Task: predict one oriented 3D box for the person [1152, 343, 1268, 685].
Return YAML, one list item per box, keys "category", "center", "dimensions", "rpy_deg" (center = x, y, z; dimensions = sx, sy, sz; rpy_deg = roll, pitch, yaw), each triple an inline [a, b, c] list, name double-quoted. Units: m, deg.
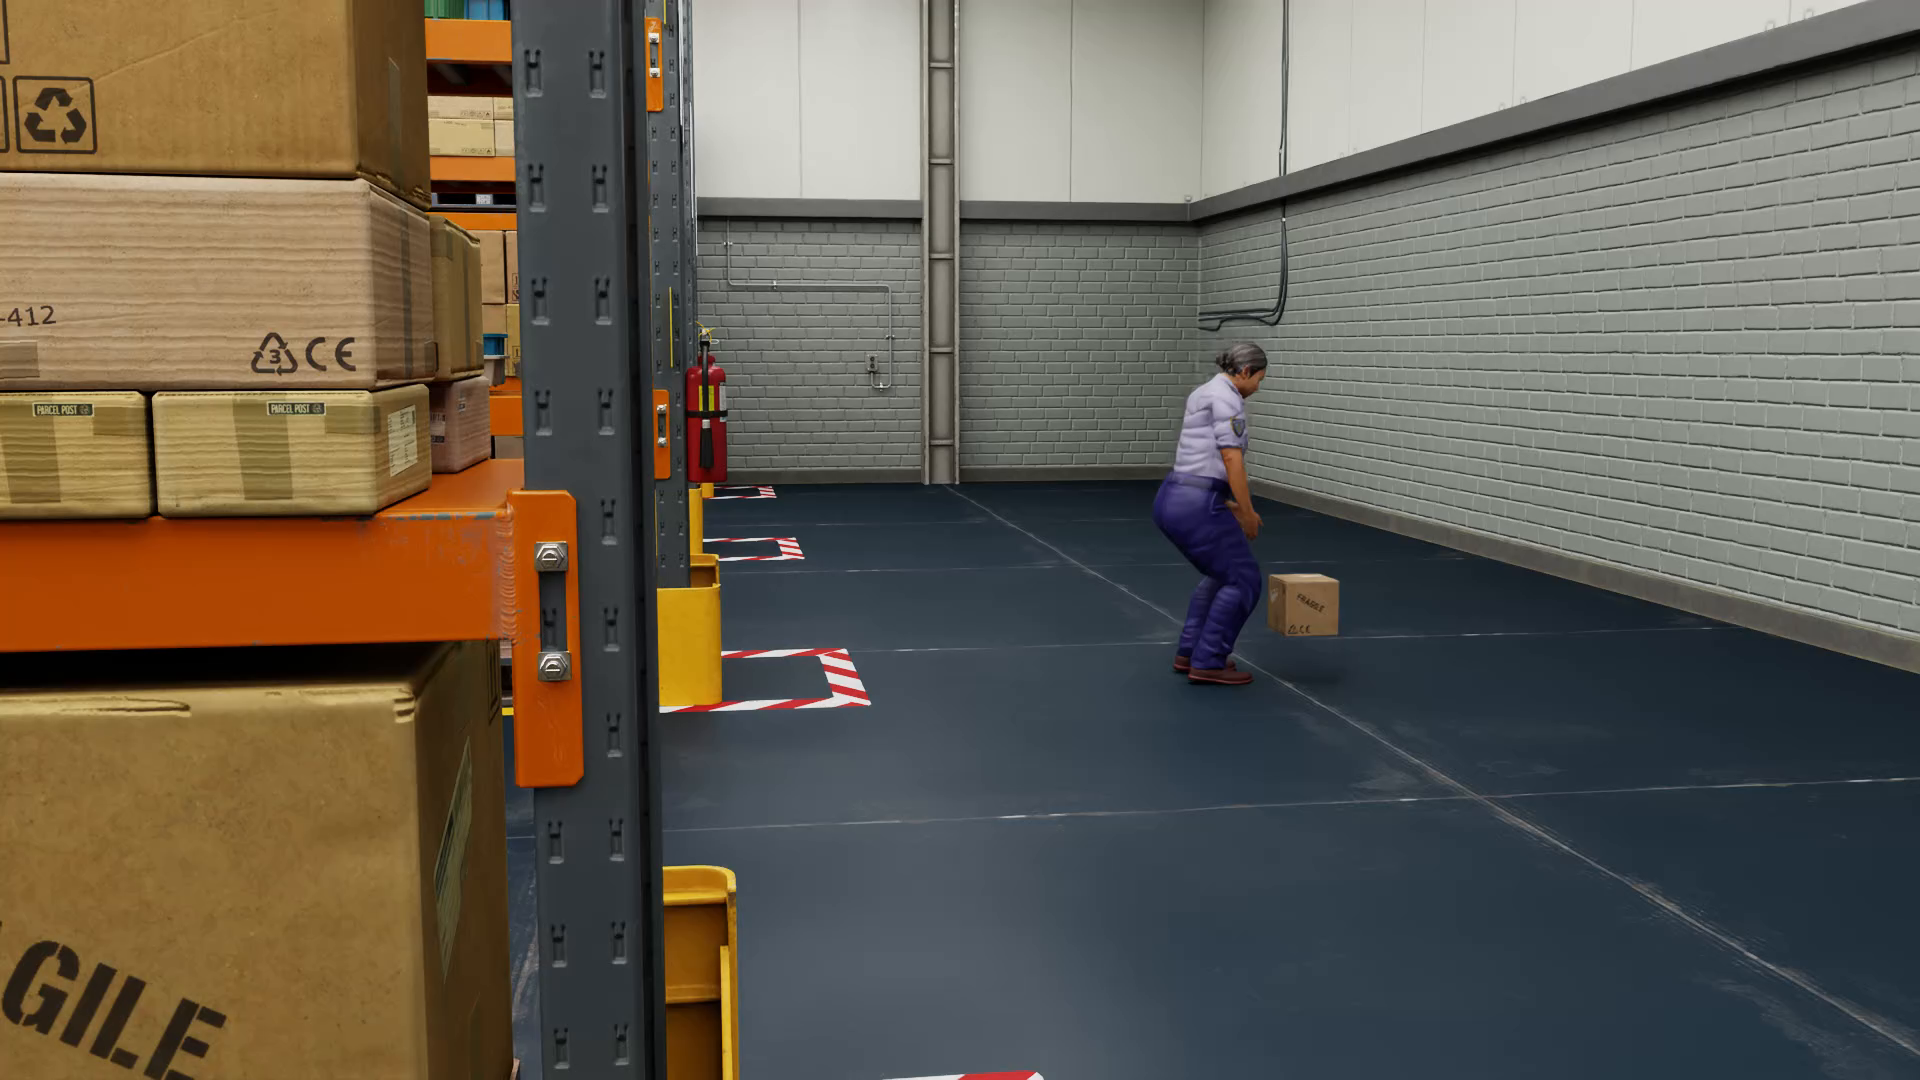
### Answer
- category: "person"
  center: [1.137, -0.126, 7.572]
  dimensions: [0.507, 1.529, 0.519]
  rpy_deg: [-1, 7, -7]
